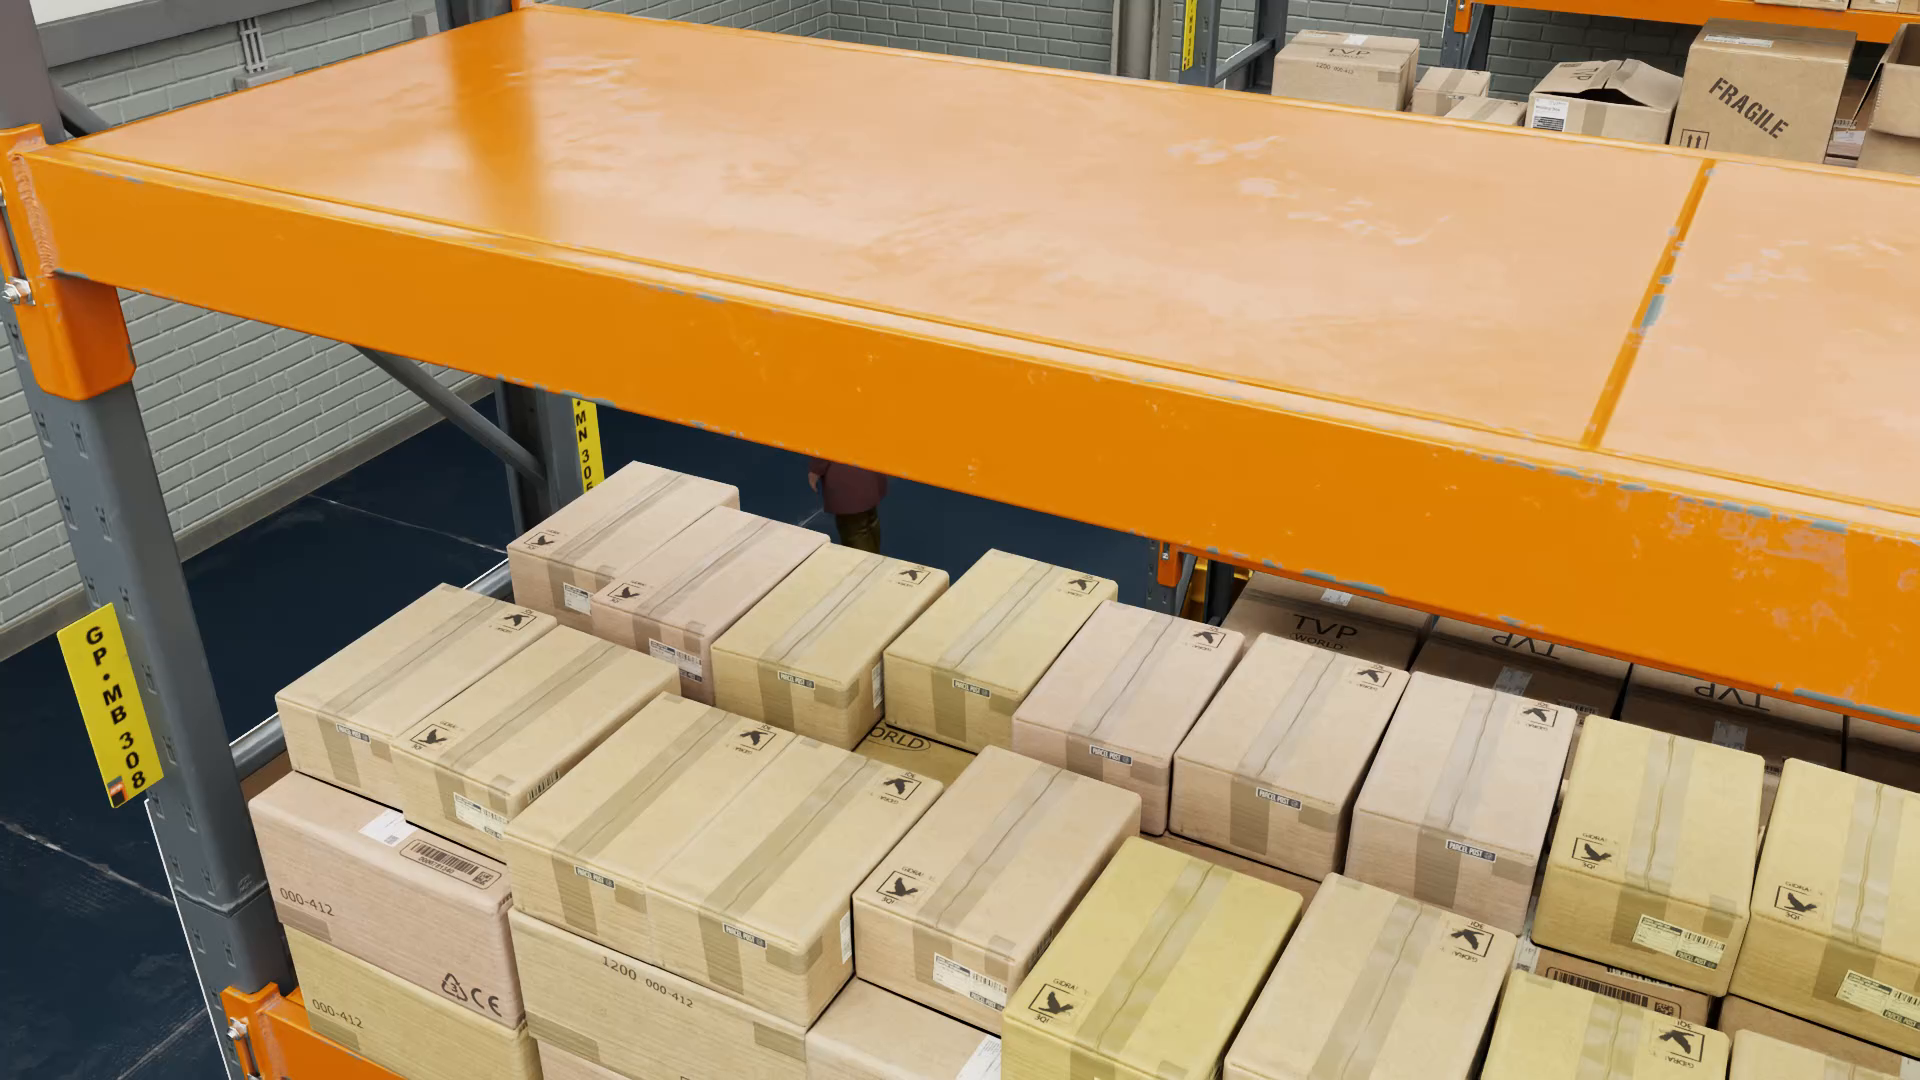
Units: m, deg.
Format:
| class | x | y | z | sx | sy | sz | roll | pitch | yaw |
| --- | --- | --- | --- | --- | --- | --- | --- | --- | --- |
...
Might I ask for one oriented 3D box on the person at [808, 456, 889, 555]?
| class | x | y | z | sx | sy | sz | roll | pitch | yaw |
| --- | --- | --- | --- | --- | --- | --- | --- | --- | --- |
| person | -0.586 | -0.430 | 8.897 | 0.585 | 1.800 | 0.598 | 21 | 36 | 32 |
